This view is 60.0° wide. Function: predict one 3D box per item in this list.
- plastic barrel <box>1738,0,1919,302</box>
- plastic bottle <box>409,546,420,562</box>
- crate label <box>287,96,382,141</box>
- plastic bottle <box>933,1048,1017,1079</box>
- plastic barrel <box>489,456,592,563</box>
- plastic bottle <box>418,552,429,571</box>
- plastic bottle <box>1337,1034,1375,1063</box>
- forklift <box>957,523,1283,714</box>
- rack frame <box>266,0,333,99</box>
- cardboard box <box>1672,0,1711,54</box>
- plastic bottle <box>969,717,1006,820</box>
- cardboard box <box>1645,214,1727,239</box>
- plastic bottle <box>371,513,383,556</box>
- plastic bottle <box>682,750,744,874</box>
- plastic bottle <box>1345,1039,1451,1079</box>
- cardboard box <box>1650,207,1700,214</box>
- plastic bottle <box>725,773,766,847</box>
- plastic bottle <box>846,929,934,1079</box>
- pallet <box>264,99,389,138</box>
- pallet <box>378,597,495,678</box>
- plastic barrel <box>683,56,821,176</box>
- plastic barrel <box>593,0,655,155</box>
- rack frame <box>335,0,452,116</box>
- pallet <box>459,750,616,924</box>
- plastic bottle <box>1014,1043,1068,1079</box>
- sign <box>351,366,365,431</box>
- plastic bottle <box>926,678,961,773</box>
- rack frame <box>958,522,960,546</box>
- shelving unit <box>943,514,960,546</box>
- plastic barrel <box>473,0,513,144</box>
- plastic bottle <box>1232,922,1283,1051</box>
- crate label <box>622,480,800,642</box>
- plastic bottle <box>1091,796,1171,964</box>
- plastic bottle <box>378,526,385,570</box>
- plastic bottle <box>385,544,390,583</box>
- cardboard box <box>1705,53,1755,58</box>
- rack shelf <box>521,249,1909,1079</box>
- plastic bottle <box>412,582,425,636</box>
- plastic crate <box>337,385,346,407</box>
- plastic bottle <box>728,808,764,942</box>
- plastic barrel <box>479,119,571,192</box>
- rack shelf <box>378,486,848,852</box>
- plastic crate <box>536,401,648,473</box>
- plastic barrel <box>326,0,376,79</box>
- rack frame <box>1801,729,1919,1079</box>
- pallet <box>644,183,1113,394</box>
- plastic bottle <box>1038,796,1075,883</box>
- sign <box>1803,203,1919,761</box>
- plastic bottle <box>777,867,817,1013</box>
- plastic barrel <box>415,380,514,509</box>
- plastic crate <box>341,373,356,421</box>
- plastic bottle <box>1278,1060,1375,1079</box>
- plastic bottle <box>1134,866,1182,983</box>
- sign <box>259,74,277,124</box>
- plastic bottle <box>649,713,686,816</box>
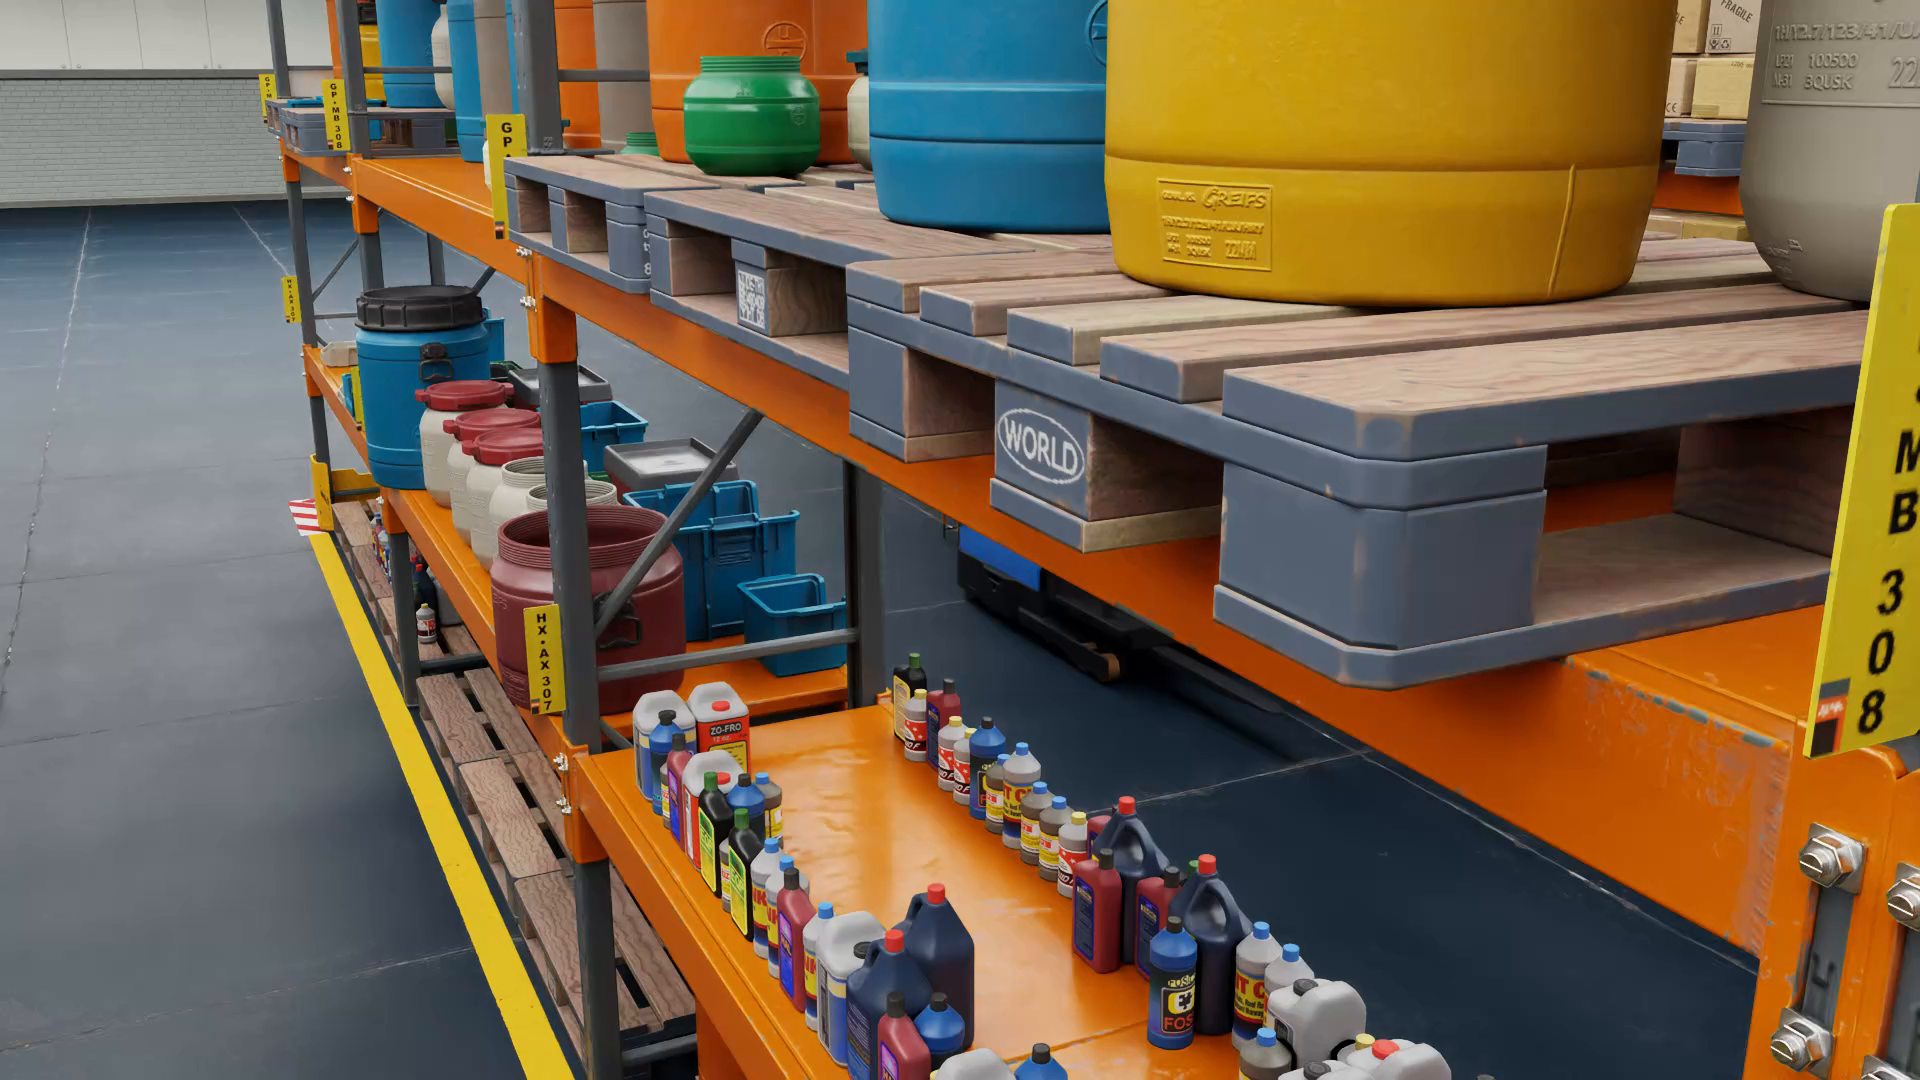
[{"bbox_3d":[1.039,-0.521,1.682,0.433,0.535,0.433,0,16,0],"label":"plastic barrel"},{"bbox_3d":[-3.227,0.175,9.709,0.144,0.351,0.185,-8,18,-25],"label":"plastic bottle"},{"bbox_3d":[-3.690,-2.493,9.831,0.502,0.251,0.408,-8,18,-25],"label":"crate label"},{"bbox_3d":[0.039,1.043,2.902,0.152,0.276,0.135,-8,18,-25],"label":"plastic bottle"},{"bbox_3d":[-1.536,-0.030,6.216,0.421,0.512,0.421,0,16,0],"label":"plastic barrel"},{"bbox_3d":[-3.147,0.188,9.784,0.061,0.283,0.133,-8,18,-25],"label":"plastic bottle"},{"bbox_3d":[0.752,1.022,3.112,0.097,0.201,0.097,0,16,0],"label":"plastic bottle"},{"bbox_3d":[1.112,-0.771,9.124,1.130,2.935,3.031,-8,18,-26],"label":"forklift"},{"bbox_3d":[-4.213,-4.510,11.153,1.000,3.000,0.127,-8,18,-25],"label":"rack frame"},{"bbox_3d":[5.731,-4.039,12.919,0.500,0.500,0.500,-7,17,-22],"label":"cardboard box"},{"bbox_3d":[0.073,0.604,4.441,0.097,0.271,0.097,0,16,0],"label":"plastic bottle"},{"bbox_3d":[5.736,-2.333,13.318,0.500,0.500,0.500,-8,18,-25],"label":"cardboard box"},{"bbox_3d":[-3.699,-0.039,10.599,0.097,0.271,0.097,0,16,0],"label":"plastic bottle"},{"bbox_3d":[-0.607,0.678,4.176,0.152,0.276,0.135,-8,18,-25],"label":"plastic bottle"},{"bbox_3d":[0.778,1.018,2.990,0.152,0.276,0.135,-8,18,-25],"label":"plastic bottle"},{"bbox_3d":[5.990,-2.525,13.986,0.500,0.500,0.500,-7,17,-23],"label":"cardboard box"},{"bbox_3d":[-0.526,0.705,4.090,0.097,0.271,0.097,0,16,0],"label":"plastic bottle"},{"bbox_3d":[-0.135,0.911,3.227,0.144,0.351,0.185,-8,18,-25],"label":"plastic bottle"},{"bbox_3d":[-3.939,-2.761,10.837,1.003,0.211,1.213,-8,18,-25],"label":"pallet"},{"bbox_3d":[-2.717,0.534,9.507,1.003,0.211,1.213,-8,18,-25],"label":"pallet"},{"bbox_3d":[-0.451,-0.921,3.606,0.294,0.245,0.294,0,16,0],"label":"plastic barrel"},{"bbox_3d":[-0.873,-1.556,5.386,0.600,0.901,0.600,0,16,0],"label":"plastic barrel"},{"bbox_3d":[-2.461,-3.518,7.697,1.000,3.000,0.127,-8,18,-25],"label":"rack frame"},{"bbox_3d":[-1.543,1.199,7.191,1.003,0.211,1.213,-8,18,-25],"label":"pallet"},{"bbox_3d":[0.143,1.026,2.971,0.097,0.271,0.097,0,16,0],"label":"plastic bottle"},{"bbox_3d":[-2.960,-0.704,8.264,0.100,0.325,0.005,-8,18,-25],"label":"sign"},{"bbox_3d":[-0.047,0.519,4.715,0.061,0.283,0.133,-8,18,-25],"label":"plastic bottle"},{"bbox_3d":[0.077,-0.461,11.454,0.200,1.050,0.008,-8,18,-25],"label":"rack frame"},{"bbox_3d":[0.023,-0.491,11.560,0.215,1.050,0.252,-8,18,-25],"label":"shelving unit"},{"bbox_3d":[-1.756,-2.055,7.129,0.600,0.901,0.600,0,16,0],"label":"plastic barrel"},{"bbox_3d":[0.608,0.907,3.387,0.097,0.271,0.097,0,16,0],"label":"plastic bottle"},{"bbox_3d":[-0.900,0.061,6.036,0.502,0.435,0.616,-8,18,-25],"label":"crate label"},{"bbox_3d":[0.385,0.757,3.763,0.144,0.351,0.185,-8,18,-25],"label":"plastic bottle"},{"bbox_3d":[-3.549,0.046,10.302,0.097,0.271,0.097,0,16,0],"label":"plastic bottle"},{"bbox_3d":[-3.416,0.121,10.041,0.097,0.271,0.097,0,16,0],"label":"plastic bottle"},{"bbox_3d":[6.000,-3.427,12.601,0.500,0.500,0.500,-7,17,-23],"label":"cardboard box"},{"bbox_3d":[0.168,-0.243,3.026,1.077,0.370,4.000,-8,18,-25],"label":"rack shelf"},{"bbox_3d":[-2.968,0.380,9.115,0.061,0.283,0.133,-7,17,-22],"label":"plastic bottle"},{"bbox_3d":[-3.400,-0.880,9.857,0.530,0.136,0.437,-8,18,-25],"label":"plastic crate"},{"bbox_3d":[-0.488,0.770,3.840,0.061,0.283,0.133,-8,18,-25],"label":"plastic bottle"},{"bbox_3d":[-1.475,-1.305,5.674,0.301,0.262,0.301,0,16,0],"label":"plastic barrel"},{"bbox_3d":[-1.585,0.207,6.896,1.077,0.370,4.000,-8,18,-25],"label":"rack shelf"},{"bbox_3d":[-1.698,-0.391,7.705,0.392,0.384,0.575,-8,18,-25],"label":"plastic crate"},{"bbox_3d":[-3.886,-3.372,11.083,0.600,0.830,0.708,-8,18,-25],"label":"plastic barrel"},{"bbox_3d":[1.044,1.349,1.612,1.000,3.000,0.127,-8,18,-25],"label":"rack frame"},{"bbox_3d":[0.113,-0.466,2.839,1.003,0.211,1.213,-8,18,-25],"label":"pallet"},{"bbox_3d":[0.243,0.734,4.114,0.097,0.201,0.097,0,16,0],"label":"plastic bottle"},{"bbox_3d":[0.549,-0.031,0.967,0.100,0.325,0.005,-8,18,-25],"label":"sign"},{"bbox_3d":[-0.344,0.852,3.557,0.061,0.283,0.133,-8,18,-25],"label":"plastic bottle"},{"bbox_3d":[-2.239,-0.436,7.587,0.433,0.535,0.433,0,16,0],"label":"plastic barrel"},{"bbox_3d":[-3.190,-0.805,9.387,0.499,0.251,0.616,-8,18,-25],"label":"plastic crate"},{"bbox_3d":[0.641,1.037,2.926,0.152,0.276,0.135,-8,18,-25],"label":"plastic bottle"},{"bbox_3d":[0.438,0.832,3.626,0.061,0.283,0.133,-8,18,-25],"label":"plastic bottle"},{"bbox_3d":[-4.709,-3.007,11.338,0.100,0.325,0.005,-8,18,-25],"label":"sign"},{"bbox_3d":[-0.783,0.597,4.464,0.097,0.271,0.097,0,16,0],"label":"plastic bottle"}]
